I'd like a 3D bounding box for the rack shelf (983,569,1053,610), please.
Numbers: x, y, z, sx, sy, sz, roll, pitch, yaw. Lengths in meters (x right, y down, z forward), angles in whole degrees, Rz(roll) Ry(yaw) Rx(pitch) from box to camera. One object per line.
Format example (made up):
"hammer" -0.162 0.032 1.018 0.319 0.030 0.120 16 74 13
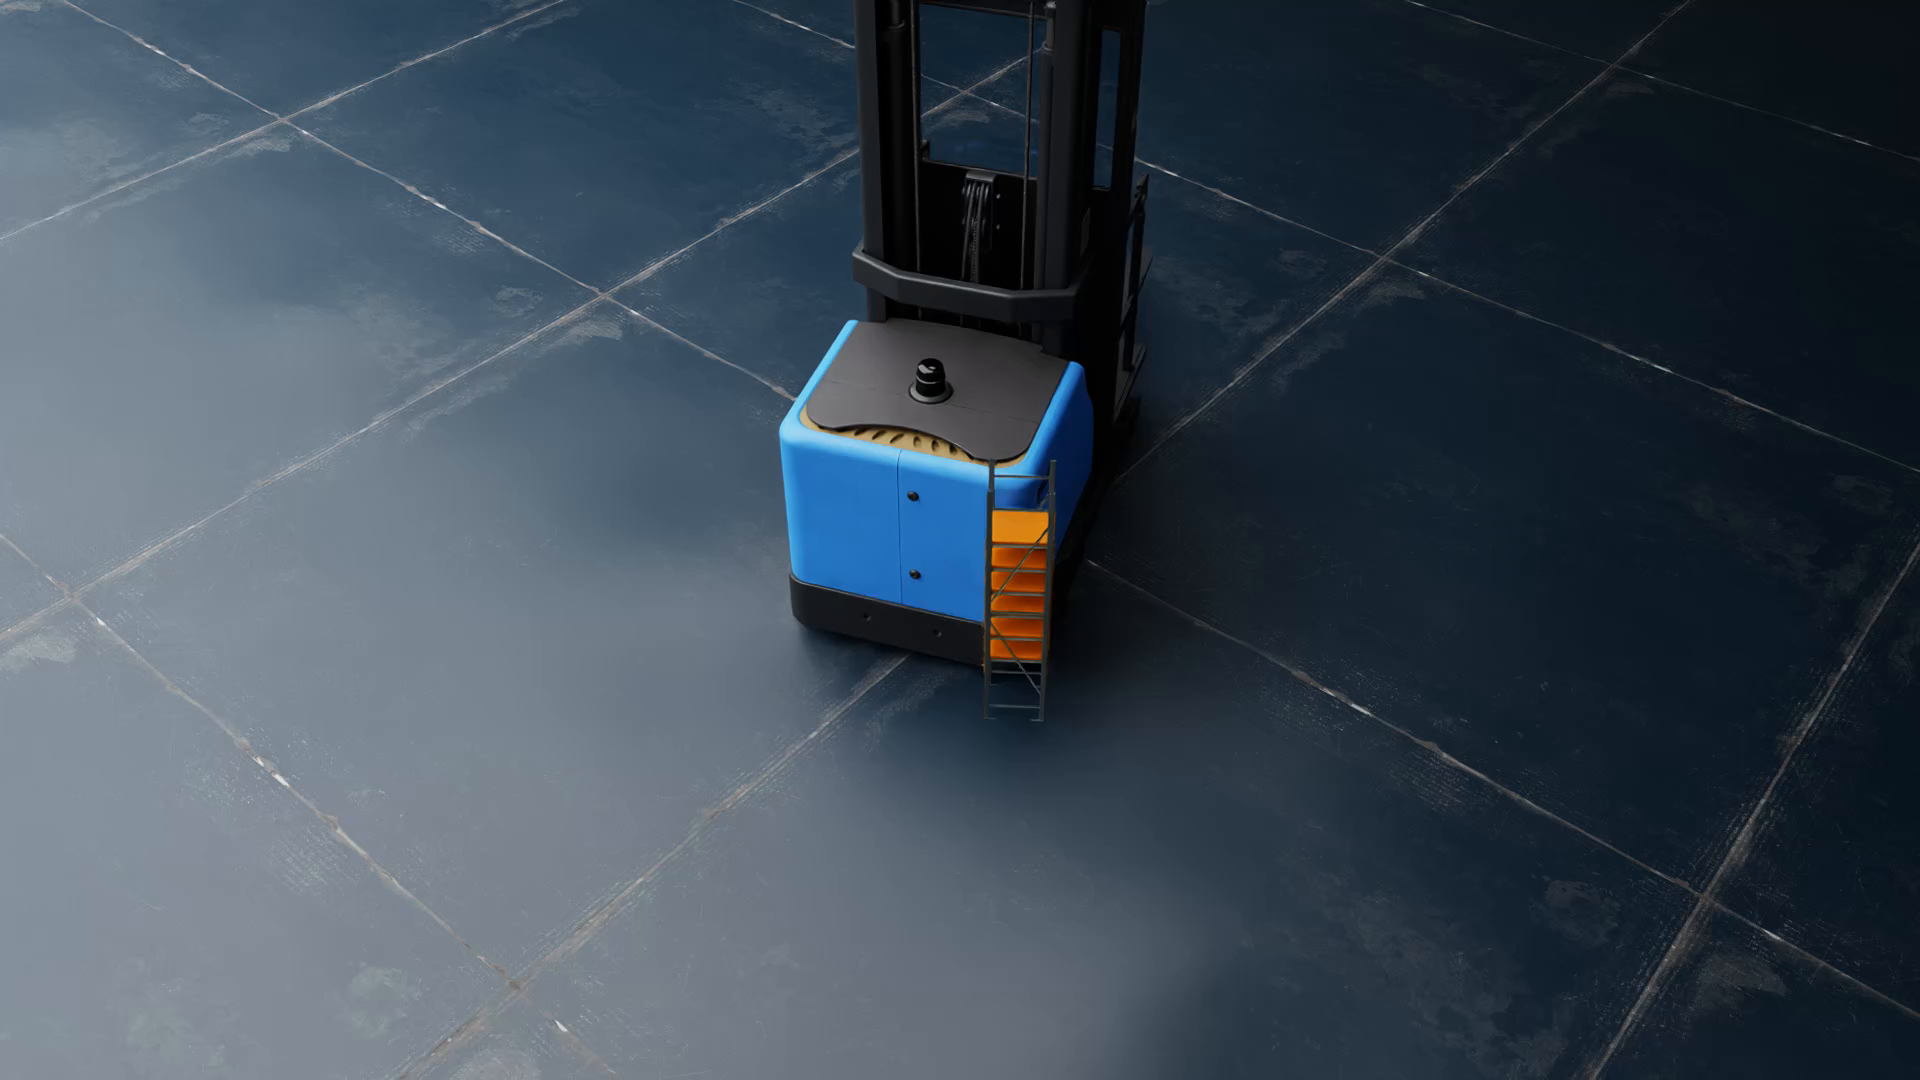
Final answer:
"rack shelf" 0.219 0.159 6.253 0.258 0.103 0.180 2 42 2

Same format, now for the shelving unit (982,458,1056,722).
"shelving unit" 0.219 0.215 6.304 0.258 1.200 0.189 2 42 2

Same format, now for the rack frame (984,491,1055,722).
"rack frame" 0.214 0.276 6.236 0.240 1.200 0.006 2 42 2

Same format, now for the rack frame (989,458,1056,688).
"rack frame" 0.225 0.153 6.371 0.240 1.200 0.006 2 42 2

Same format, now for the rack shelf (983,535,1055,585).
"rack shelf" 0.219 0.070 6.172 0.258 0.103 0.180 2 42 2

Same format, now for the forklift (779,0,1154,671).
"forklift" 0.231 -1.556 6.965 1.130 2.935 3.031 12 44 13

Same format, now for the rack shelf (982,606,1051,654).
"rack shelf" 0.219 0.336 6.415 0.258 0.103 0.180 2 42 2

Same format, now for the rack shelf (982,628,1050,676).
"rack shelf" 0.219 0.425 6.496 0.258 0.103 0.180 2 42 2

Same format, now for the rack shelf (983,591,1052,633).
"rack shelf" 0.219 0.248 6.334 0.258 0.103 0.180 2 42 2

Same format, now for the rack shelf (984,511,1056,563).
"rack shelf" 0.219 -0.018 6.091 0.258 0.103 0.180 2 42 2
